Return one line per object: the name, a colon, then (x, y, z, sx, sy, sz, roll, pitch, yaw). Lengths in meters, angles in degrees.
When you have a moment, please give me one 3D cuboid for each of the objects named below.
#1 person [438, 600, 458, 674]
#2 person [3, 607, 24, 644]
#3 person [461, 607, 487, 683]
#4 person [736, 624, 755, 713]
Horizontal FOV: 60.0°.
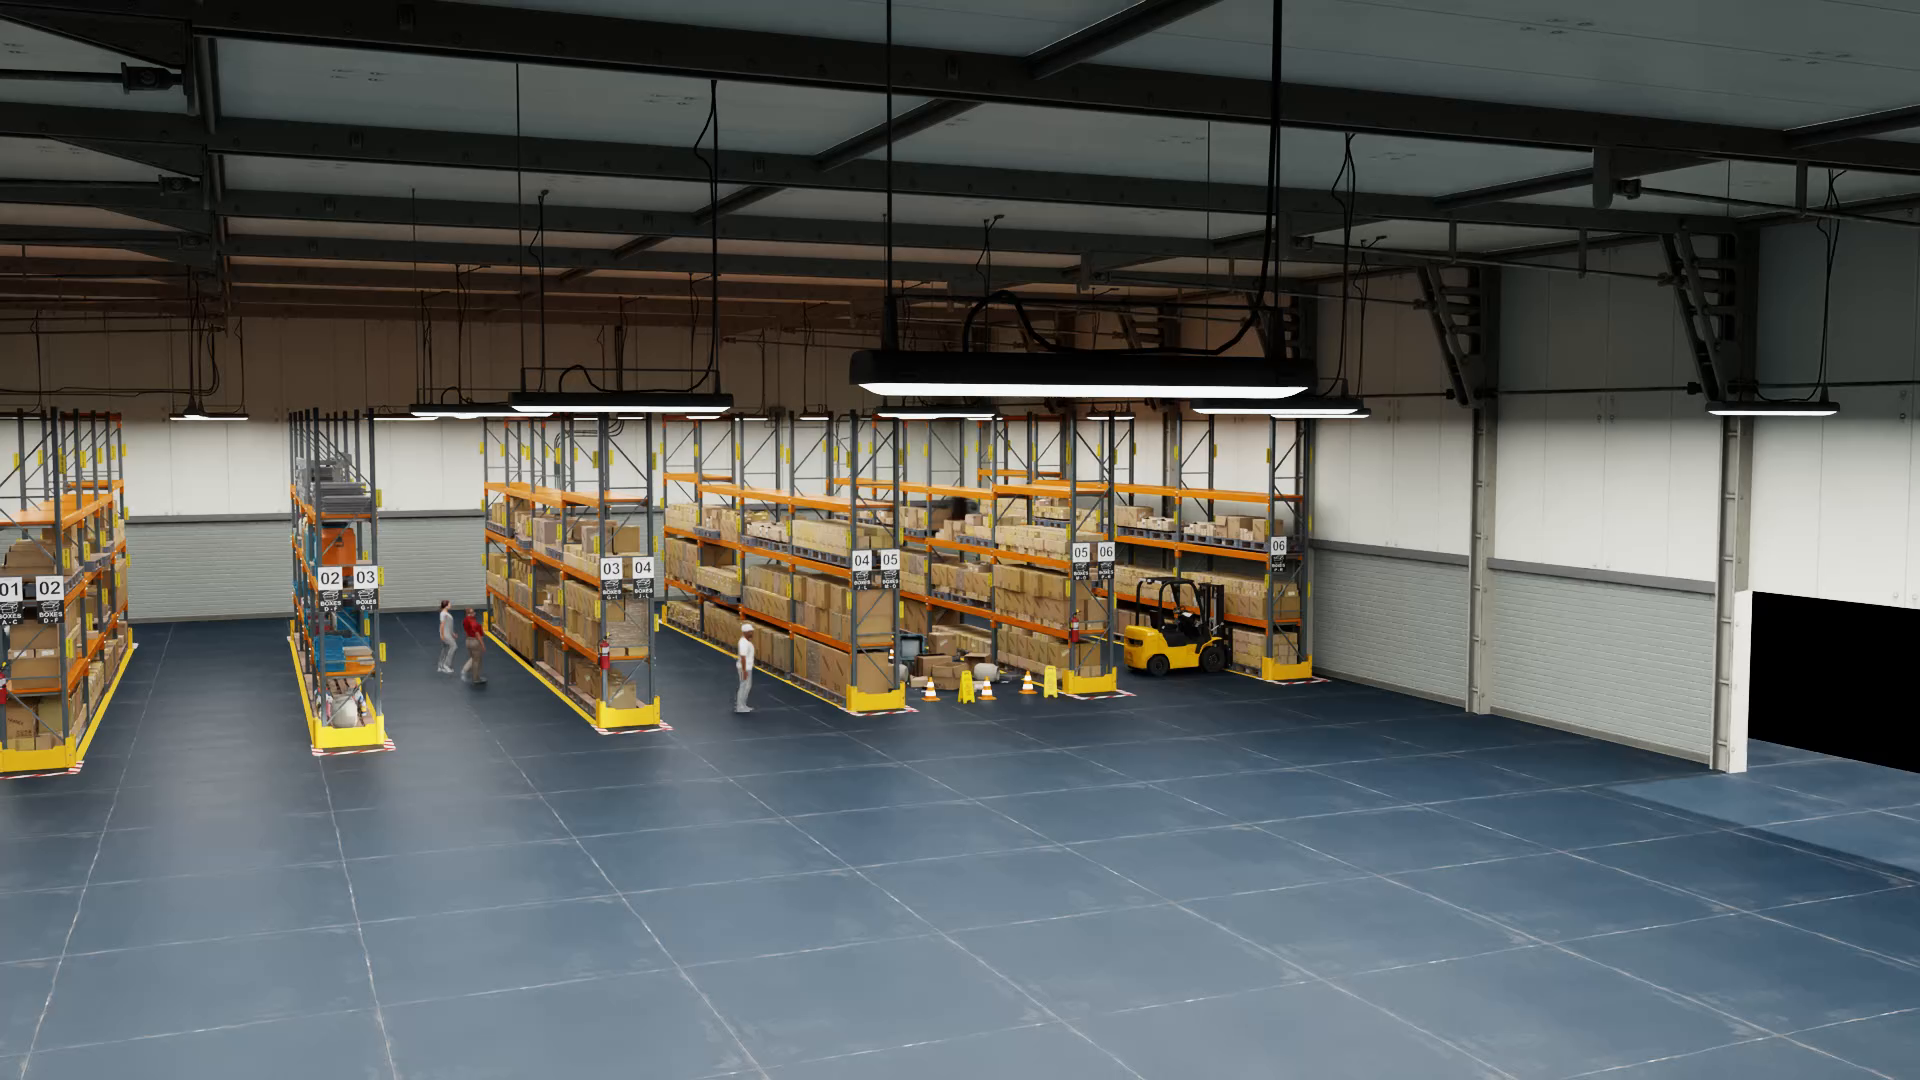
person: (-11.783, 2.216, 38.266, 0.521, 1.691, 0.506, 1, 4, 8)
person: (-22.343, 2.080, 39.227, 0.473, 1.718, 1.030, -1, 4, -17)
person: (-10.660, 2.303, 36.601, 0.593, 1.695, 0.597, 3, 5, 39)
person: (-4.239, 2.538, 32.918, 0.409, 1.761, 0.716, 0, 4, -1)
